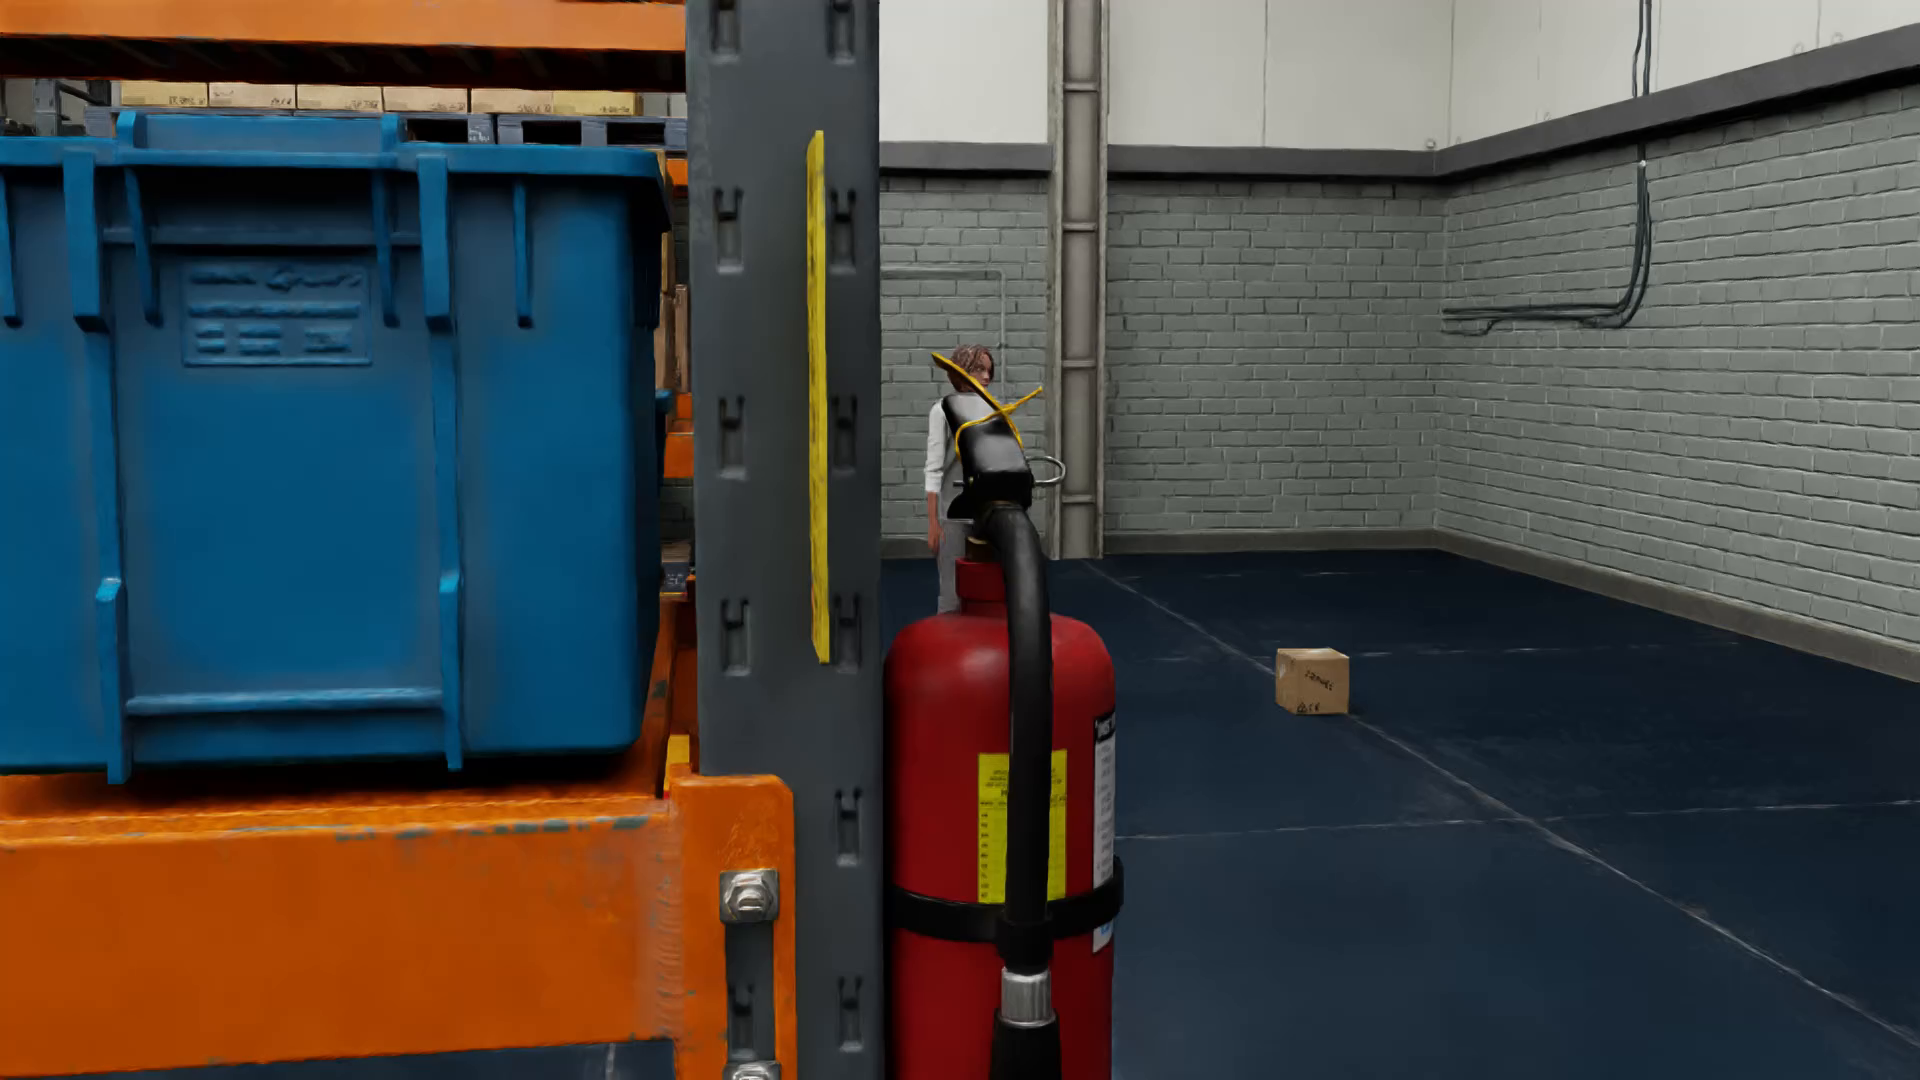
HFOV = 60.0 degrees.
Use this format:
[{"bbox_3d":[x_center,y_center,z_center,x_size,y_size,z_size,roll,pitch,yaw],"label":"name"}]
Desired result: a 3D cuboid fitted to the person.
[{"bbox_3d":[0.064,-0.077,7.474,0.468,1.605,0.336,-3,7,-24],"label":"person"}]
